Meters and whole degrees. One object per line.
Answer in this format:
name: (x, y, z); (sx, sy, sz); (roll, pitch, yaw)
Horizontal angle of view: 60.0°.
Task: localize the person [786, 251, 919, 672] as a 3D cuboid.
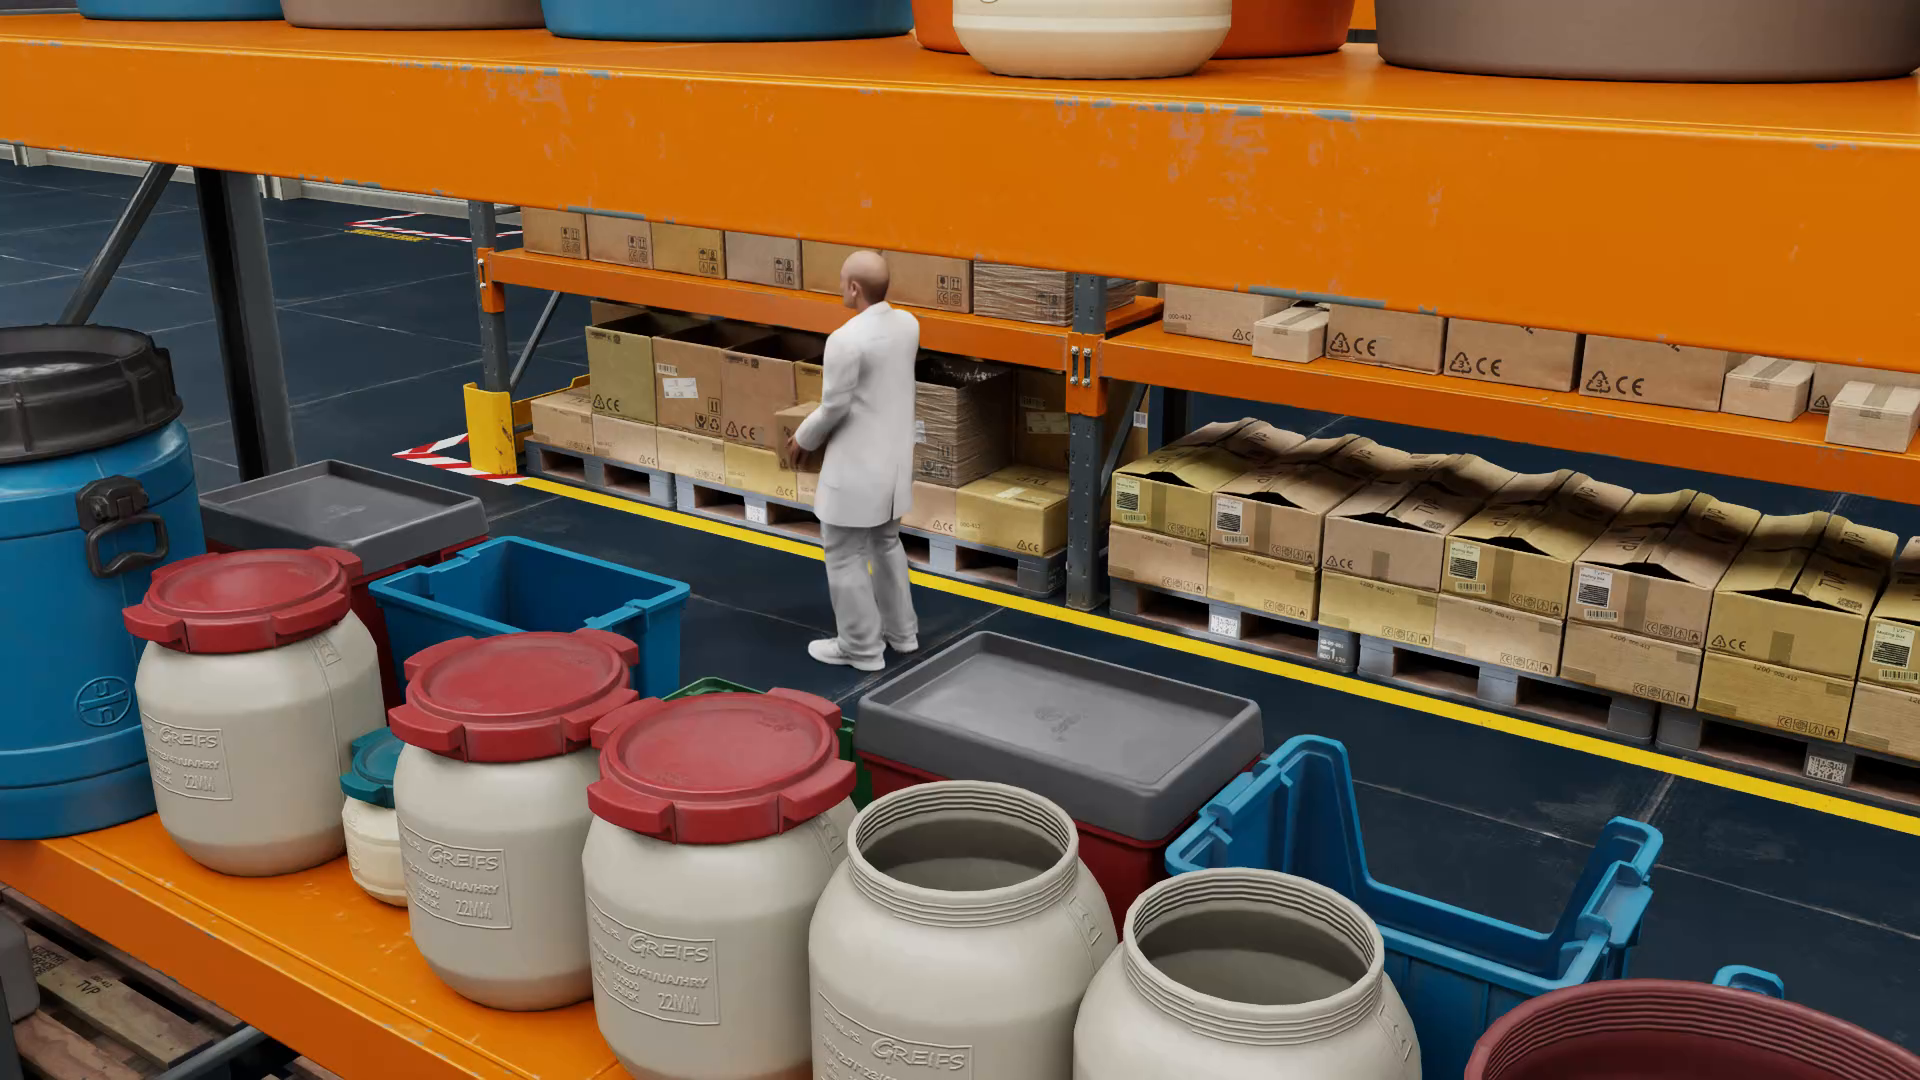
person: (-0.451, -0.344, 7.052); (0.499, 1.782, 0.566); (13, 23, 32)
